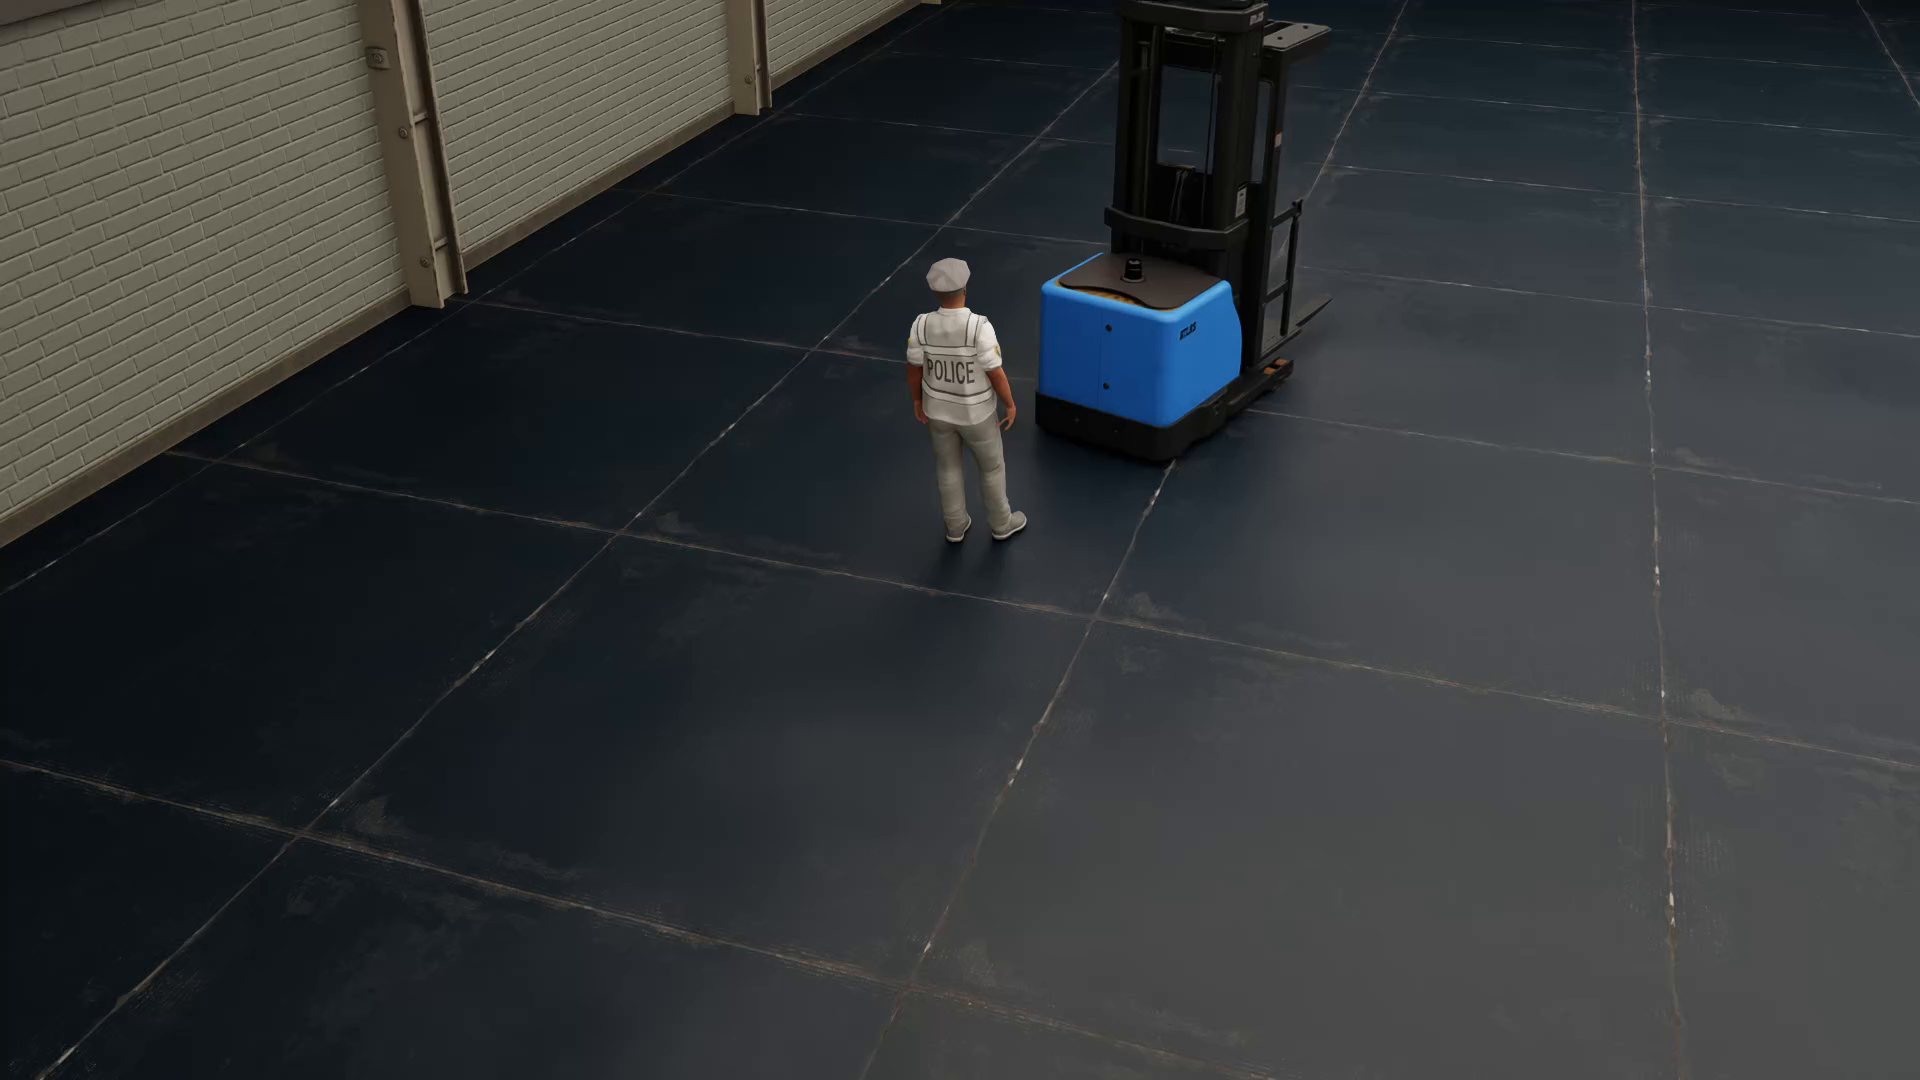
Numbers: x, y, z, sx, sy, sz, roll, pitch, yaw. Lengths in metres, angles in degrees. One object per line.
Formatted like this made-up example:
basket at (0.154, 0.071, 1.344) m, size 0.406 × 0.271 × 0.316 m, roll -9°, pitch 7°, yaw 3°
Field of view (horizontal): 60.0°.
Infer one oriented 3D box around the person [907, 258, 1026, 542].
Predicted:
person at (0.036, -0.816, 9.712) m, size 0.641 × 1.780 × 0.574 m, roll 10°, pitch 31°, yaw 16°

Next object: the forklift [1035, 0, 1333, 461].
forklift at (1.772, -2.471, 11.471) m, size 1.130 × 2.935 × 3.031 m, roll 19°, pitch 35°, yaw 30°
